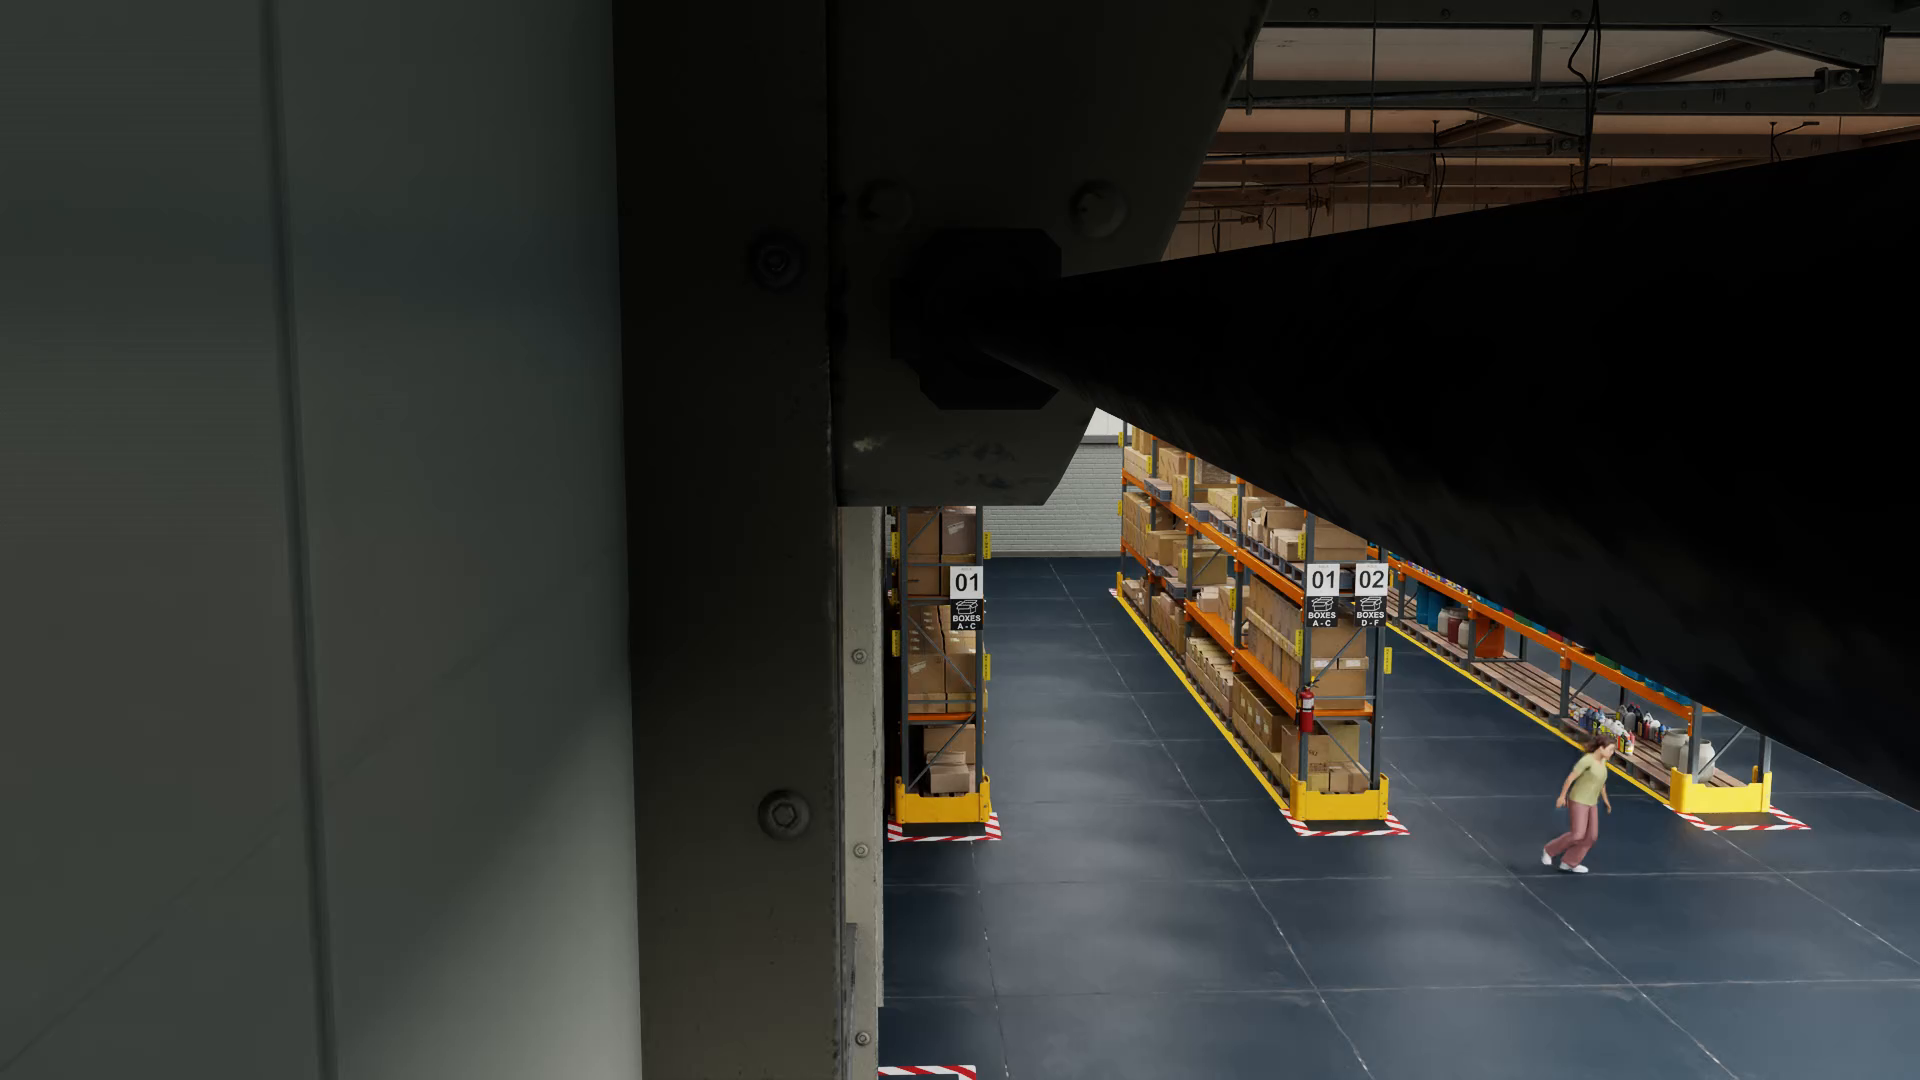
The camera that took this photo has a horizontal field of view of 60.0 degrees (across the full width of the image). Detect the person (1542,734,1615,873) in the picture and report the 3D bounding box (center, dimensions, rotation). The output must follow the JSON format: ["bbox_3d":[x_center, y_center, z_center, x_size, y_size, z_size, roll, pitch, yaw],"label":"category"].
[{"bbox_3d":[6.928,2.932,18.610,0.725,1.595,0.615,-6,10,-37],"label":"person"}]
